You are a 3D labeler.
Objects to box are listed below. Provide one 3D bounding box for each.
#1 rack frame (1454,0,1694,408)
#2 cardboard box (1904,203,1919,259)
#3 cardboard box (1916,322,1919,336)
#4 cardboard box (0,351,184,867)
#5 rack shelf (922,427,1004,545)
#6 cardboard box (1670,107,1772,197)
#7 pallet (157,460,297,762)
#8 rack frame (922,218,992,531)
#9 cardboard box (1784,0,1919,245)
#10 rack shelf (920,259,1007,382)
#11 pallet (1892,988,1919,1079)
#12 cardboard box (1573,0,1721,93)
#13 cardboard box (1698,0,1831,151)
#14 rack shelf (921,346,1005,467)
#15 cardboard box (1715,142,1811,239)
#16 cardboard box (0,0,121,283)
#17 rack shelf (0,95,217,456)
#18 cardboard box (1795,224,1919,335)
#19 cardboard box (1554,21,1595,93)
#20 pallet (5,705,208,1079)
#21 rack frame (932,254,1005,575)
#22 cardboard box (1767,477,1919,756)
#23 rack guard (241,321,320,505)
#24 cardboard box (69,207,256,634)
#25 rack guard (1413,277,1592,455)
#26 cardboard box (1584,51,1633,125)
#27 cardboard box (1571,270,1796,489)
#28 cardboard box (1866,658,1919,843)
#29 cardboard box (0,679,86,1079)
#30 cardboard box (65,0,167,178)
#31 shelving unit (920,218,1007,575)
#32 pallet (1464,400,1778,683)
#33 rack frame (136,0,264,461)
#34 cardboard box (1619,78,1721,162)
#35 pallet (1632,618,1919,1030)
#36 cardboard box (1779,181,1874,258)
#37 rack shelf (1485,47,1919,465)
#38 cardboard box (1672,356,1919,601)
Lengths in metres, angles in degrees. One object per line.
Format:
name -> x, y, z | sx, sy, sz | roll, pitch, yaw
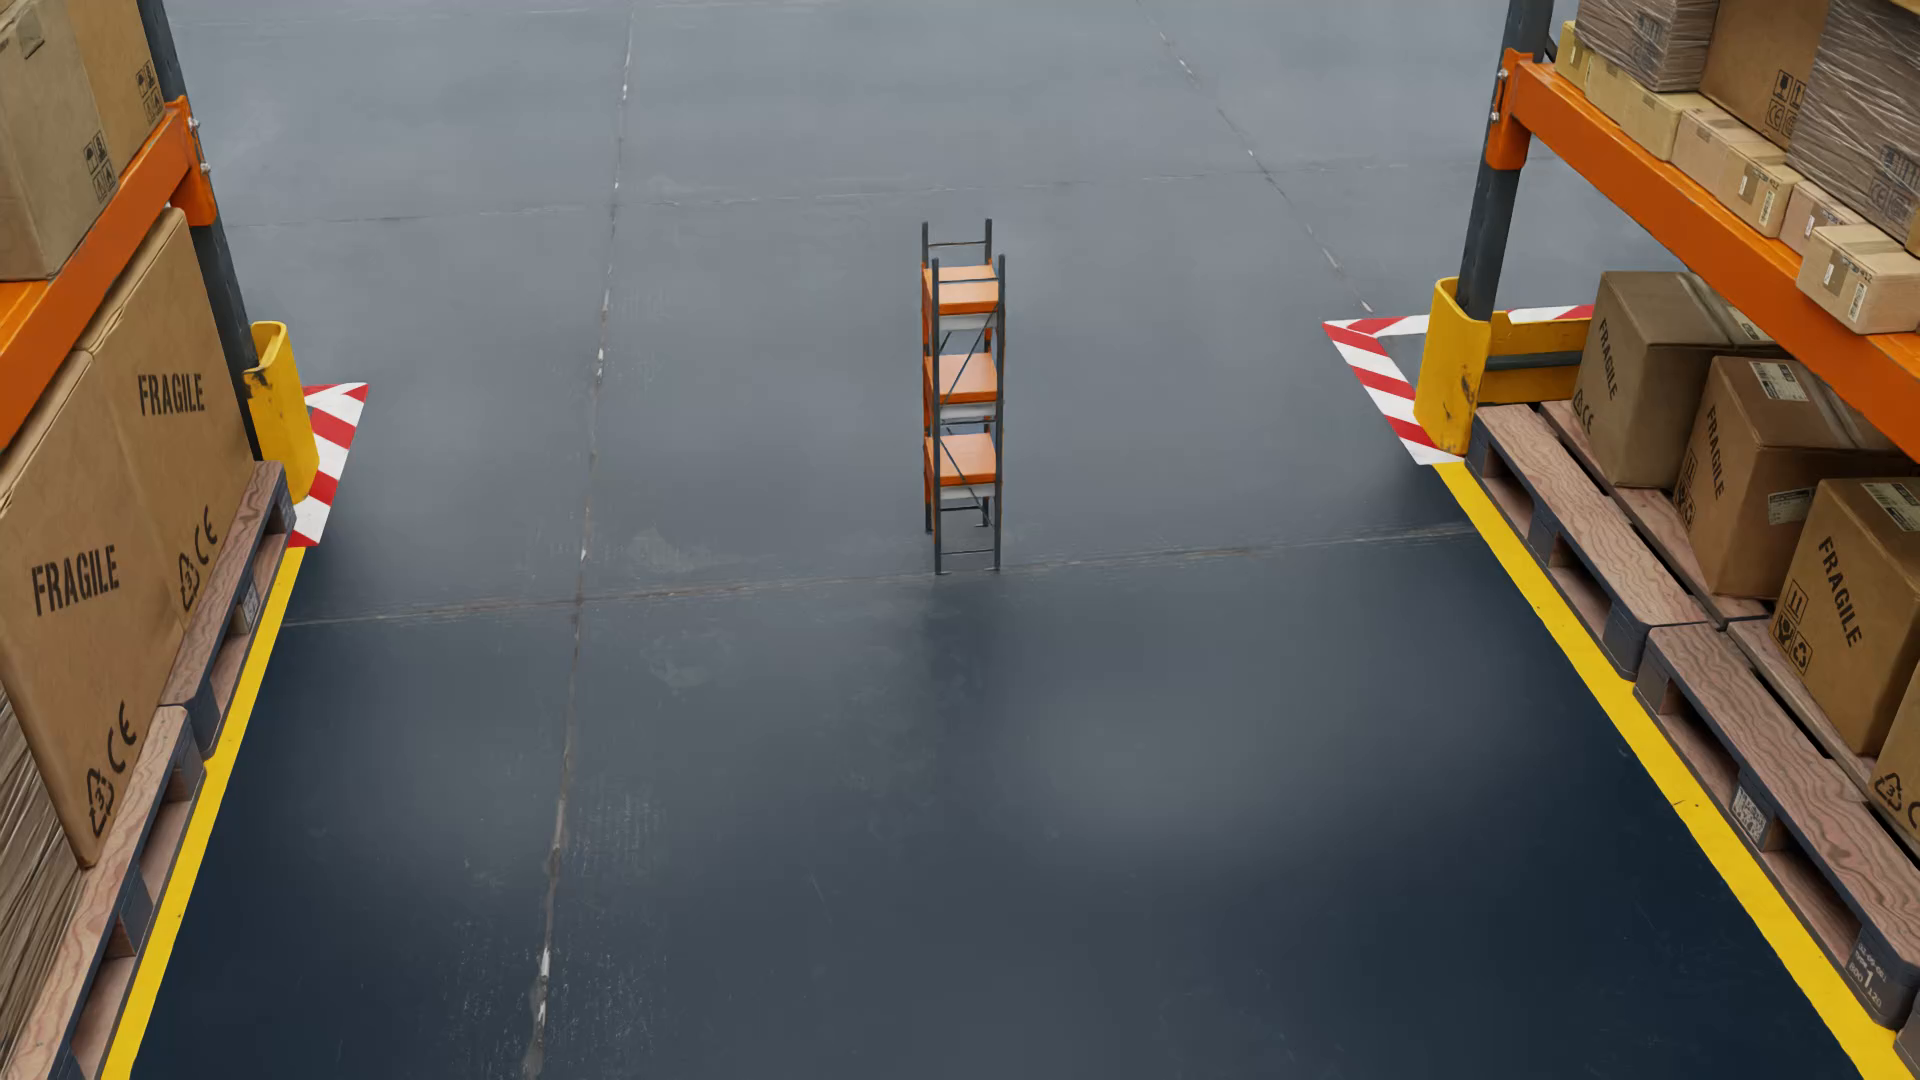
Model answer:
rack frame -> 2.194, -1.708, 5.093 | 1.000, 3.000, 0.127 | -4, 35, -6
cardboard box -> 2.507, -0.731, 3.307 | 0.875, 0.500, 0.500 | -4, 35, -6
cardboard box -> 2.267, -0.453, 3.475 | 0.380, 0.149, 0.250 | -4, 35, -6
cardboard box -> -2.458, 0.180, 3.836 | 0.875, 0.875, 0.875 | -5, 35, -7
rack shelf -> 0.007, -0.166, 5.073 | 0.215, 0.259, 0.240 | -4, 35, -6
cardboard box -> 2.084, -1.008, 4.288 | 0.380, 0.149, 0.250 | -4, 35, -6
pallet -> -2.550, 0.204, 4.764 | 1.003, 0.211, 1.213 | -4, 35, -6
rack frame -> -0.009, -0.472, 5.010 | 0.200, 1.050, 0.008 | -4, 35, -6
cardboard box -> 2.451, -1.011, 3.717 | 0.875, 0.500, 0.500 | -4, 35, -6
rack shelf -> 0.007, -0.630, 4.757 | 0.215, 0.259, 0.240 | -4, 35, -6
pallet -> 2.607, 1.304, 3.149 | 1.003, 0.211, 1.213 | -4, 35, -6
cardboard box -> 2.241, -1.563, 4.528 | 0.875, 0.500, 0.500 | -4, 35, -6
cardboard box -> 2.427, -1.293, 4.132 | 0.875, 0.500, 0.500 | -4, 35, -6
rack shelf -> 0.007, -0.395, 4.916 | 0.215, 0.259, 0.240 | -4, 35, -6
cardboard box -> 2.110, -0.868, 4.083 | 0.380, 0.149, 0.250 | -4, 35, -6
cardboard box -> -2.544, -0.942, 3.835 | 0.875, 0.550, 0.550 | -4, 35, -6
rack shelf -> -2.466, 0.024, 3.189 | 1.077, 0.370, 4.000 | -4, 35, -6
cardboard box -> 2.102, -0.583, 3.665 | 0.380, 0.149, 0.250 | -4, 35, -6
cardboard box -> 1.996, -1.427, 4.904 | 0.380, 0.149, 0.250 | -4, 35, -6
pallet -> -2.389, 0.883, 3.767 | 1.003, 0.211, 1.213 | -4, 35, -6
rack frame -> 0.024, -0.336, 4.811 | 0.200, 1.050, 0.008 | -4, 35, -6
cardboard box -> 2.441, 0.183, 4.165 | 0.500, 0.500, 0.500 | -1, 34, -2
rack guard -> -2.738, -0.369, 5.348 | 1.175, 0.500, 0.348 | -4, 35, -6
cardboard box -> -2.578, -0.311, 4.557 | 0.875, 0.875, 0.875 | -4, 34, -6
rack guard -> 2.204, -0.633, 5.735 | 1.175, 0.500, 0.348 | -4, 35, -6
cardboard box -> 2.011, -1.286, 4.697 | 0.380, 0.149, 0.250 | -4, 35, -6
cardboard box -> 2.261, -0.499, 5.165 | 0.500, 0.500, 0.500 | 2, 34, 2
cardboard box -> 2.472, 0.498, 3.703 | 0.500, 0.500, 0.500 | -7, 35, -11
cardboard box -> -2.337, 0.689, 3.090 | 0.875, 0.875, 0.875 | -4, 34, -6
cardboard box -> -2.640, -1.247, 4.283 | 0.875, 0.550, 0.550 | -4, 35, -6
shelving unit -> 0.007, -0.404, 4.911 | 0.215, 1.050, 0.252 | -4, 35, -6
pallet -> 2.278, -0.057, 5.147 | 1.003, 0.211, 1.213 | -4, 35, -6
rack frame -> -2.735, -1.389, 4.624 | 1.000, 3.000, 0.127 | -4, 35, -6
cardboard box -> 2.029, -1.146, 4.491 | 0.380, 0.149, 0.250 | -4, 35, -6
pallet -> 2.439, 0.622, 4.150 | 1.003, 0.211, 1.213 | -4, 35, -6
cardboard box -> 2.171, -0.730, 3.881 | 0.380, 0.149, 0.250 | -4, 35, -6
rack shelf -> 2.463, -0.295, 3.658 | 1.077, 0.370, 4.000 | -4, 35, -6
cardboard box -> 2.376, -0.168, 4.680 | 0.500, 0.500, 0.500 | 4, 35, 6
